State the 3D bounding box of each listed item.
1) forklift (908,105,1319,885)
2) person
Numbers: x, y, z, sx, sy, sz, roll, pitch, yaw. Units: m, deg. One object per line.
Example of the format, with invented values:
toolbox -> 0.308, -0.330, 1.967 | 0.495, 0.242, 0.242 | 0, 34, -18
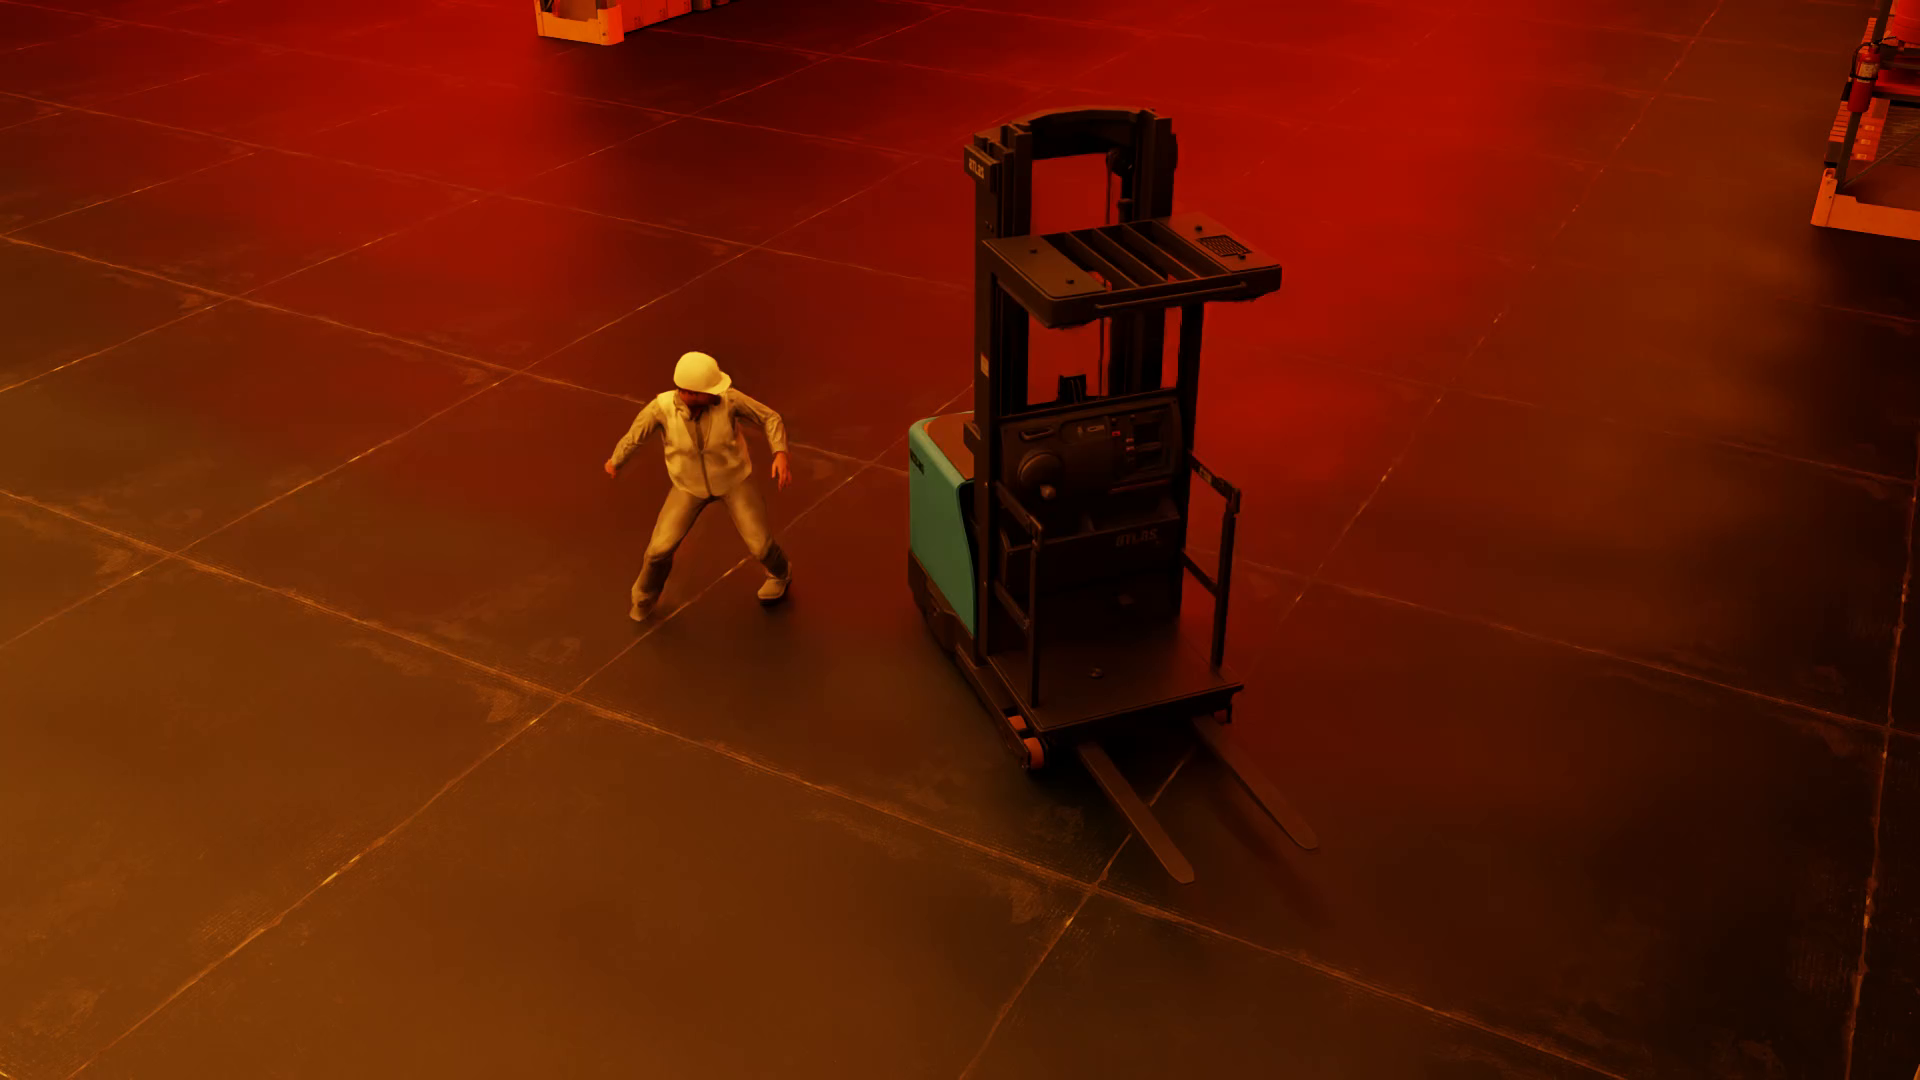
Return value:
forklift -> 0.710, -0.384, 7.737 | 1.130, 2.935, 3.031 | -11, 32, -18
person -> -1.415, -0.269, 8.967 | 1.023, 1.718, 0.572 | -2, 30, -4
